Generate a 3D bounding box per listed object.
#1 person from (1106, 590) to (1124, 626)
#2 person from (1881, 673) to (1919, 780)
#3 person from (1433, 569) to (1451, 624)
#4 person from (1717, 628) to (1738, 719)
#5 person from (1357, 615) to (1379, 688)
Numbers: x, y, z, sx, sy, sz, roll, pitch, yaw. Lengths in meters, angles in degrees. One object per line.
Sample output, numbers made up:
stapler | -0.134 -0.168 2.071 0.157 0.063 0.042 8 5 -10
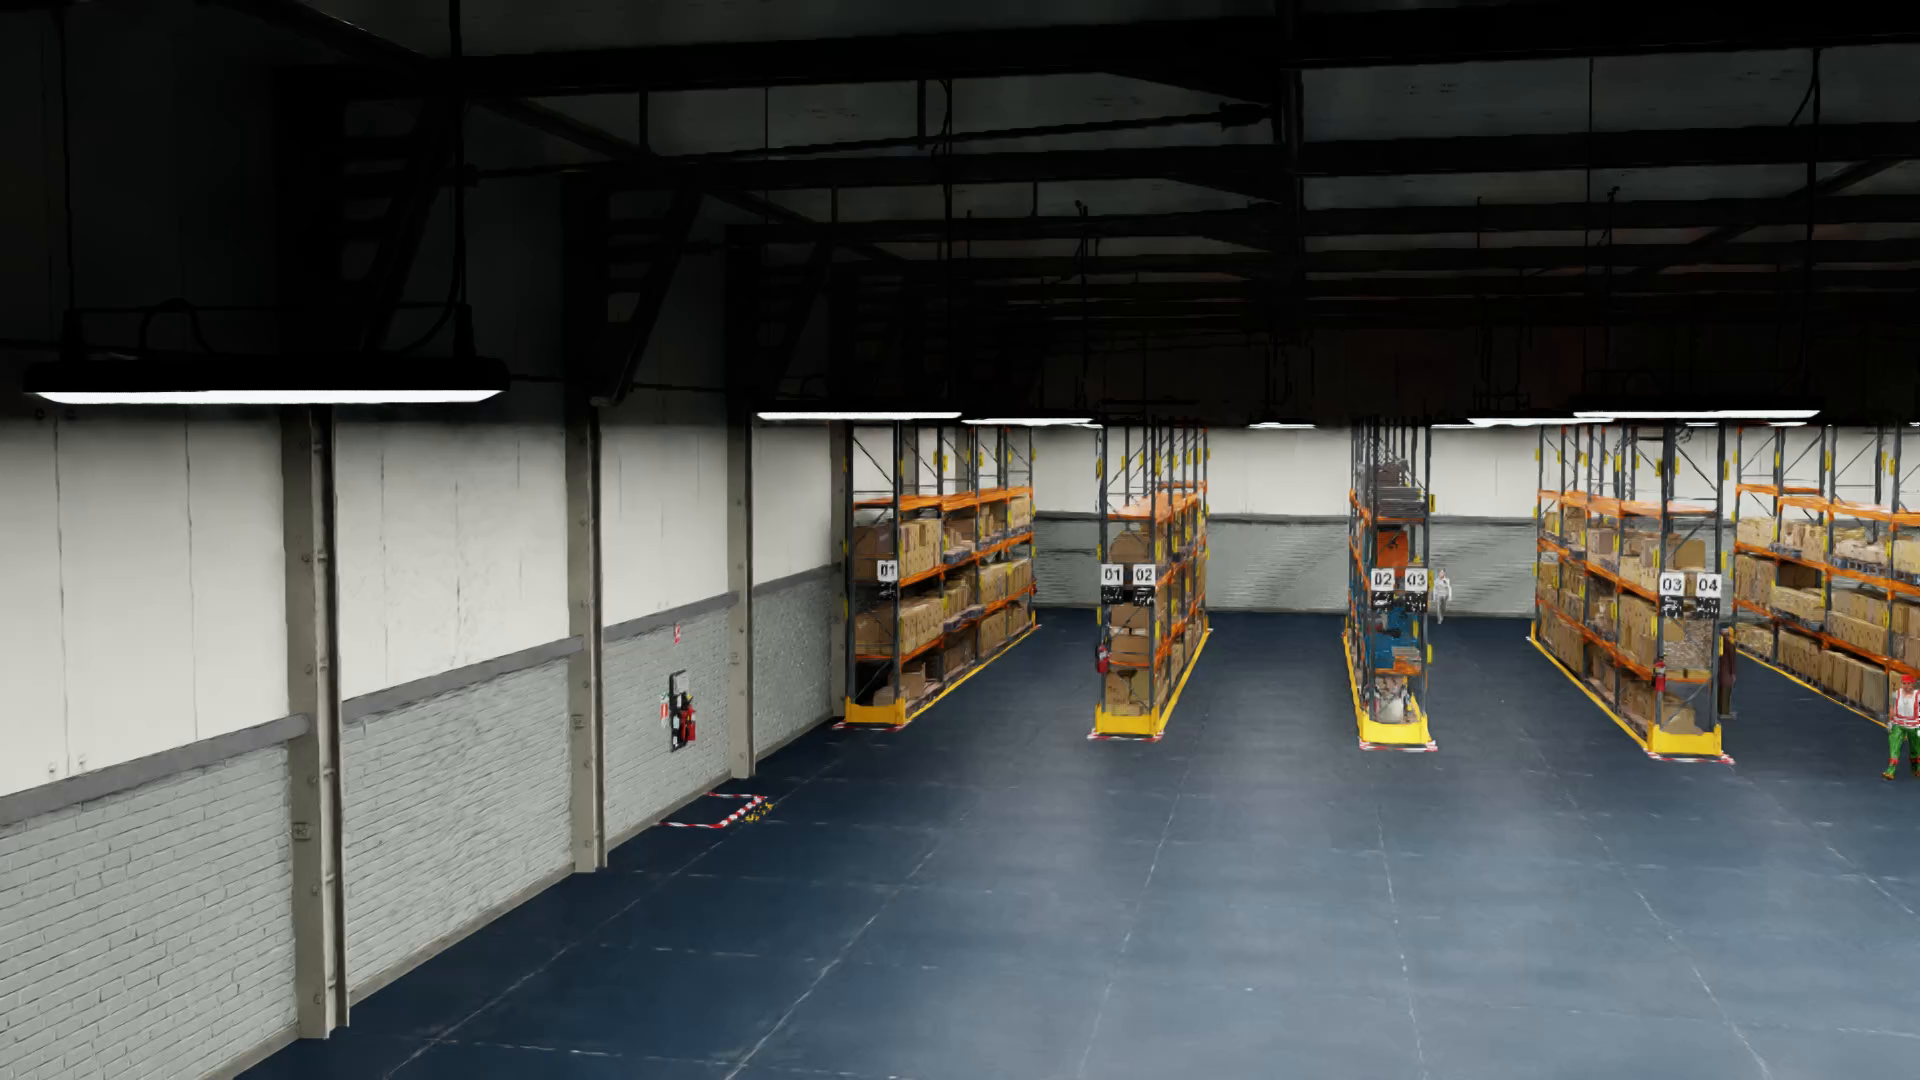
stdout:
person | 4.513 1.676 48.059 0.719 1.714 0.578 1 4 10
person | 15.443 3.040 27.149 0.593 1.744 0.943 3 5 39
person | 14.213 1.640 49.012 0.502 1.625 0.997 1 4 11
person | 15.219 2.624 32.941 0.594 1.782 0.619 -1 4 -17
person | 8.703 2.363 35.353 0.441 1.575 0.474 0 4 2
